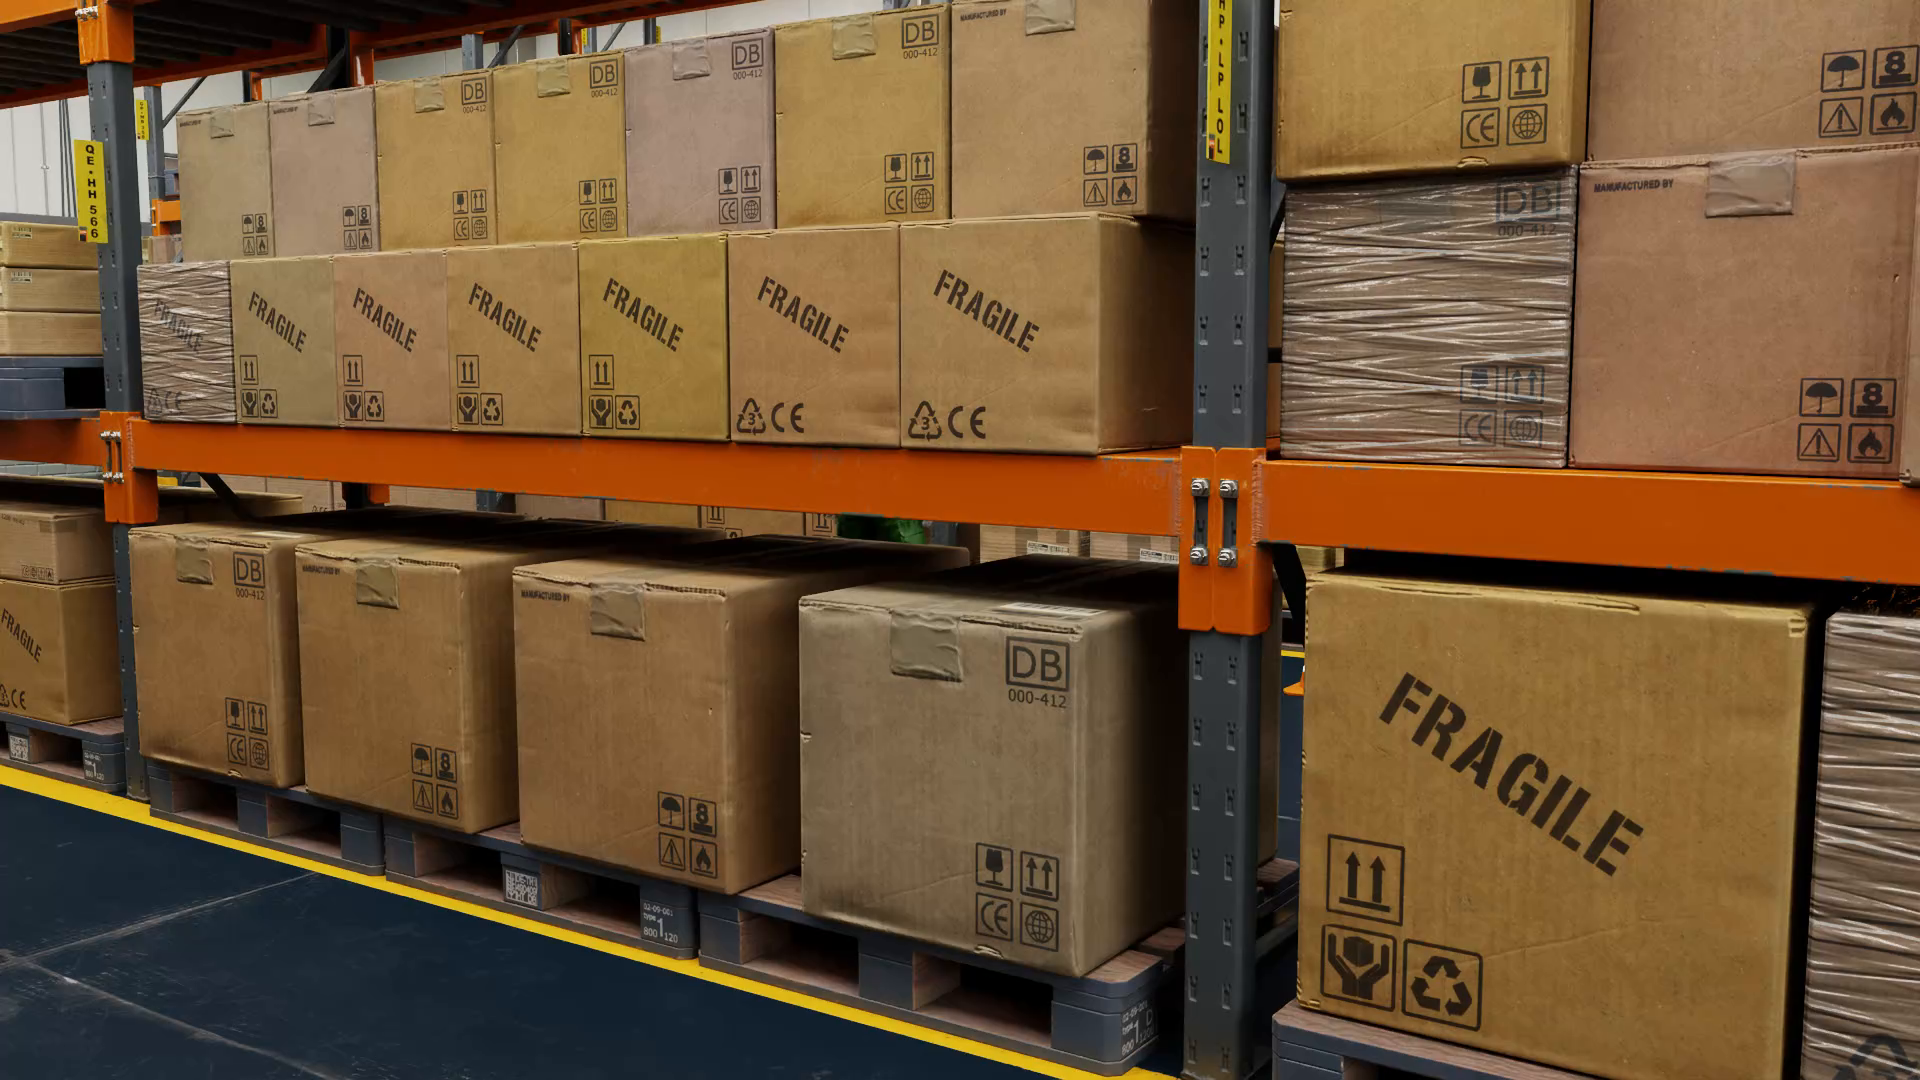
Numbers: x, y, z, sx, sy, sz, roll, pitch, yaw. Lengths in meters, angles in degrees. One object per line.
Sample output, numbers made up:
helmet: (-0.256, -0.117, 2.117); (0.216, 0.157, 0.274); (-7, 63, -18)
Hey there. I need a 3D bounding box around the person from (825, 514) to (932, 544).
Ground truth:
person: (-0.373, -0.218, 7.666); (0.610, 1.777, 0.452); (4, 7, 31)
